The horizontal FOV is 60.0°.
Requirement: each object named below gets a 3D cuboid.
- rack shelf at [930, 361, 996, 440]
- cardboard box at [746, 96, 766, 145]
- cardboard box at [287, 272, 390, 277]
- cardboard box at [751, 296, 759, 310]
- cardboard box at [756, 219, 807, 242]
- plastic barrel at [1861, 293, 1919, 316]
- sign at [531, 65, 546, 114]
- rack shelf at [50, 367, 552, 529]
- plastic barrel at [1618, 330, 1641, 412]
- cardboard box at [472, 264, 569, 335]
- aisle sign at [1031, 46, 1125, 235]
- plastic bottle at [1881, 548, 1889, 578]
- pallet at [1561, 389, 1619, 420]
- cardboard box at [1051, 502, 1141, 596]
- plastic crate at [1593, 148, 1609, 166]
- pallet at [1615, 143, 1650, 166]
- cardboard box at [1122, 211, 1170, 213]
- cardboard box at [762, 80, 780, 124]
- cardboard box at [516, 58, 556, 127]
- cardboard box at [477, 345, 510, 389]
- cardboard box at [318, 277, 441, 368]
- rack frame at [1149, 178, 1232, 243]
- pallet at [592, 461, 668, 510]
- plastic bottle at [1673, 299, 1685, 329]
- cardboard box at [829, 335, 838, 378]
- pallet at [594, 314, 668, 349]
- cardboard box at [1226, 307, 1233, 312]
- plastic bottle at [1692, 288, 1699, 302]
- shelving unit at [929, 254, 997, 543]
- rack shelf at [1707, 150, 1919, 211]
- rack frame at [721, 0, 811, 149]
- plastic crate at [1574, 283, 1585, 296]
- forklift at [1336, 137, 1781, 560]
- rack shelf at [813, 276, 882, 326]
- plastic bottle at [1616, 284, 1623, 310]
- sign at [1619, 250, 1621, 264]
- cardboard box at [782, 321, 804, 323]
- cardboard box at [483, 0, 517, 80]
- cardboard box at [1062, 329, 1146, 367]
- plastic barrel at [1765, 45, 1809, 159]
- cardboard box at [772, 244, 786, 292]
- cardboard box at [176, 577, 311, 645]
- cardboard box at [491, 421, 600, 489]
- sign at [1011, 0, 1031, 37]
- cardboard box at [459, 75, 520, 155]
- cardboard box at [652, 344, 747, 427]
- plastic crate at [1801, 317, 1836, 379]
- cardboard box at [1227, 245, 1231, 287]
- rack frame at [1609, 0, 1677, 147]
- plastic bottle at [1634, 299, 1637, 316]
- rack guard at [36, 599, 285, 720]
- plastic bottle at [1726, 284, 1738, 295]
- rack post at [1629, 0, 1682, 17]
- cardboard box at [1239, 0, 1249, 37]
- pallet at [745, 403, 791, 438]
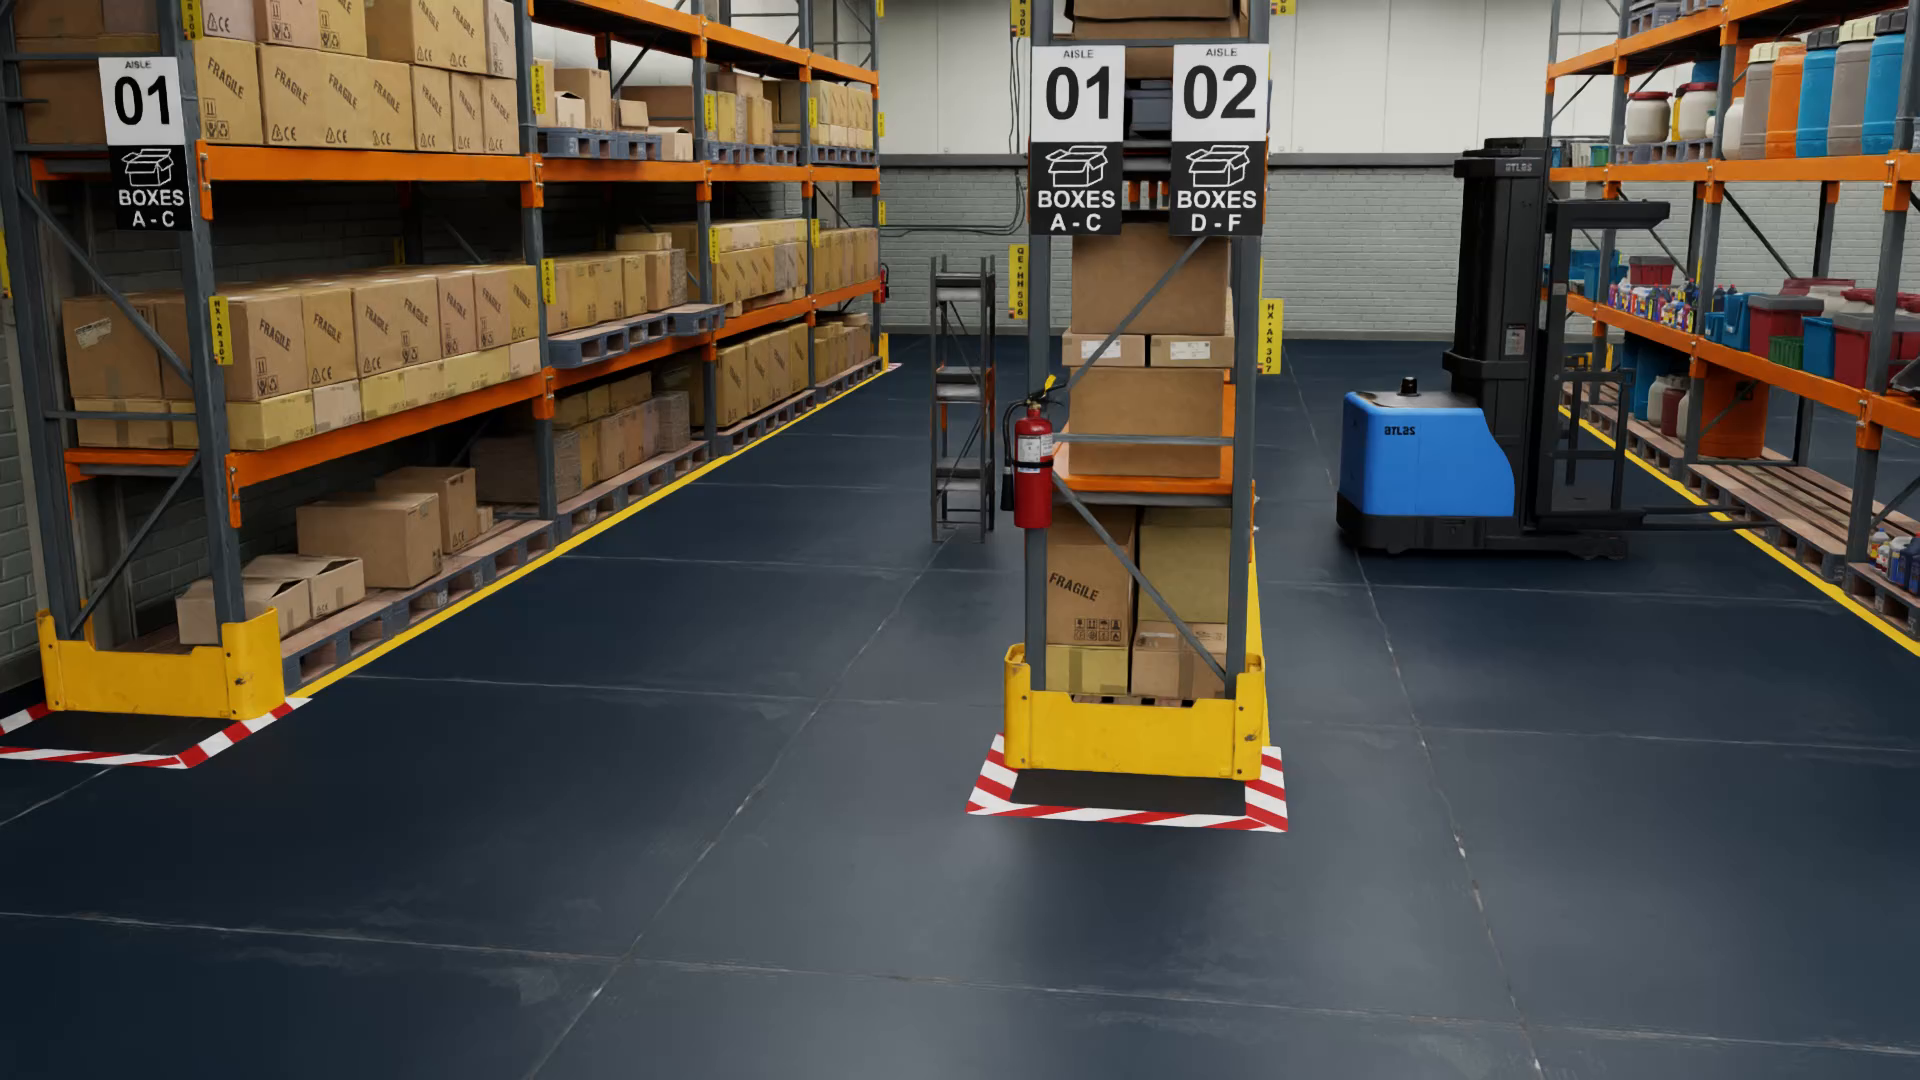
[{"bbox_3d":[0.025,-1.048,12.435,0.431,0.518,0.480,2,12,9],"label":"rack shelf"},{"bbox_3d":[-2.513,-4.533,18.005,0.700,0.500,0.500,2,12,8],"label":"cardboard box"},{"bbox_3d":[-3.922,-1.436,10.564,0.500,0.500,0.500,2,12,10],"label":"cardboard box"},{"bbox_3d":[-2.358,-2.535,17.686,0.380,0.149,0.250,2,12,9],"label":"cardboard box"},{"bbox_3d":[-2.066,-3.565,19.146,0.500,0.250,0.500,2,12,10],"label":"cardboard box"},{"bbox_3d":[6.788,-1.525,12.128,0.433,0.535,0.433,0,12,0],"label":"plastic barrel"},{"bbox_3d":[-2.940,-3.138,11.587,0.100,0.325,0.005,2,12,9],"label":"sign"},{"bbox_3d":[-3.785,-0.667,10.175,1.077,0.370,4.000,2,12,9],"label":"rack shelf"},{"bbox_3d":[7.441,-1.846,17.923,0.600,0.901,0.708,2,12,9],"label":"plastic barrel"},{"bbox_3d":[-3.366,-1.804,12.461,0.700,0.500,0.500,2,12,9],"label":"cardboard box"},{"bbox_3d":[0.502,-1.709,7.134,0.394,0.787,0.004,2,12,9],"label":"aisle sign"},{"bbox_3d":[5.798,0.133,10.352,0.097,0.201,0.097,0,12,0],"label":"plastic bottle"},{"bbox_3d":[7.617,-1.570,19.279,1.003,0.211,1.213,2,12,9],"label":"pallet"},{"bbox_3d":[0.730,0.000,9.124,0.500,0.500,0.500,2,12,9],"label":"cardboard box"},{"bbox_3d":[7.308,-4.240,18.430,0.450,0.188,0.662,2,12,9],"label":"plastic crate"},{"bbox_3d":[7.518,-3.987,17.202,1.213,0.211,1.003,2,12,9],"label":"pallet"},{"bbox_3d":[1.279,-1.760,10.225,0.700,0.500,0.500,2,12,9],"label":"cardboard box"},{"bbox_3d":[-2.370,-5.267,20.035,0.500,0.500,0.500,2,12,8],"label":"cardboard box"},{"bbox_3d":[-3.314,-3.267,12.177,0.500,0.500,0.500,4,13,17],"label":"cardboard box"},{"bbox_3d":[-3.336,-1.159,11.062,0.500,0.250,0.500,2,12,9],"label":"cardboard box"},{"bbox_3d":[-3.483,-1.313,9.993,0.500,0.500,0.500,2,12,10],"label":"cardboard box"},{"bbox_3d":[2.648,-2.941,19.018,1.000,3.000,0.127,2,12,9],"label":"rack frame"},{"bbox_3d":[-3.174,-0.489,14.259,1.003,0.211,1.213,2,12,9],"label":"pallet"},{"bbox_3d":[6.669,-2.094,15.394,0.097,0.271,0.097,0,12,0],"label":"plastic bottle"},{"bbox_3d":[-1.950,-2.340,21.170,0.700,0.500,0.500,2,12,8],"label":"cardboard box"},{"bbox_3d":[-3.126,-1.760,13.997,1.003,0.211,1.213,2,12,9],"label":"pallet"},{"bbox_3d":[1.313,-1.203,9.179,0.380,0.149,0.250,2,12,9],"label":"cardboard box"},{"bbox_3d":[7.541,-2.443,17.015,0.097,0.271,0.097,0,12,0],"label":"plastic bottle"},{"bbox_3d":[0.025,-1.061,12.432,0.431,2.100,0.503,2,12,9],"label":"shelving unit"},{"bbox_3d":[6.619,-2.645,12.234,1.077,0.370,4.000,2,12,9],"label":"rack shelf"},{"bbox_3d":[-2.247,-6.033,19.127,1.000,3.000,0.127,2,12,9],"label":"rack frame"},{"bbox_3d":[7.449,-2.916,19.414,0.437,0.125,0.590,2,12,9],"label":"plastic crate"},{"bbox_3d":[4.397,-1.404,12.049,3.031,2.935,1.130,0,12,2],"label":"forklift"},{"bbox_3d":[-1.940,-3.165,21.767,1.077,0.370,4.000,2,12,9],"label":"rack shelf"},{"bbox_3d":[7.029,-2.581,17.656,0.097,0.271,0.097,0,12,0],"label":"plastic bottle"},{"bbox_3d":[8.703,-3.677,22.049,0.100,0.325,0.005,2,12,9],"label":"sign"},{"bbox_3d":[-2.091,-2.746,21.514,0.380,0.149,0.250,2,12,9],"label":"cardboard box"},{"bbox_3d":[-3.287,-3.336,11.073,0.500,0.500,0.500,1,12,4],"label":"cardboard box"},{"bbox_3d":[0.673,-0.894,7.746,0.380,0.149,0.250,2,12,8],"label":"cardboard box"},{"bbox_3d":[6.485,-3.323,12.652,0.600,0.830,0.708,2,12,9],"label":"plastic barrel"},{"bbox_3d":[-2.223,-2.989,18.253,0.500,0.500,0.500,2,12,9],"label":"cardboard box"},{"bbox_3d":[-3.897,0.356,9.060,0.500,0.311,0.500,0,12,2],"label":"cardboard box"},{"bbox_3d":[-3.351,-0.691,13.469,0.700,0.500,0.500,2,12,8],"label":"cardboard box"},{"bbox_3d":[0.269,-2.323,7.121,0.100,0.325,0.005,2,12,9],"label":"sign"},{"bbox_3d":[-3.311,-2.846,11.176,0.500,0.500,0.500,2,12,10],"label":"cardboard box"},{"bbox_3d":[-2.620,-1.571,16.768,0.750,0.750,0.750,2,12,8],"label":"cardboard box"},{"bbox_3d":[6.174,-1.346,11.656,0.392,0.384,0.575,2,12,9],"label":"plastic crate"},{"bbox_3d":[2.348,-2.681,16.579,0.700,0.500,0.500,4,13,19],"label":"cardboard box"},{"bbox_3d":[7.542,-5.712,17.637,1.000,3.000,0.127,2,12,9],"label":"rack frame"},{"bbox_3d":[6.907,-2.382,16.898,0.097,0.201,0.097,0,12,0],"label":"plastic bottle"},{"bbox_3d":[-4.081,0.604,8.505,1.175,0.500,0.348,2,12,9],"label":"rack guard"},{"bbox_3d":[7.555,-2.324,16.274,0.144,0.351,0.185,2,12,9],"label":"plastic bottle"},{"bbox_3d":[7.381,-5.501,16.836,0.937,0.300,0.954,2,12,8],"label":"rack post"},{"bbox_3d":[1.328,-2.568,8.604,0.500,0.500,0.500,2,12,9],"label":"cardboard box"},{"bbox_3d":[-2.477,-1.319,18.114,1.003,0.211,1.213,2,12,9],"label":"pallet"}]
